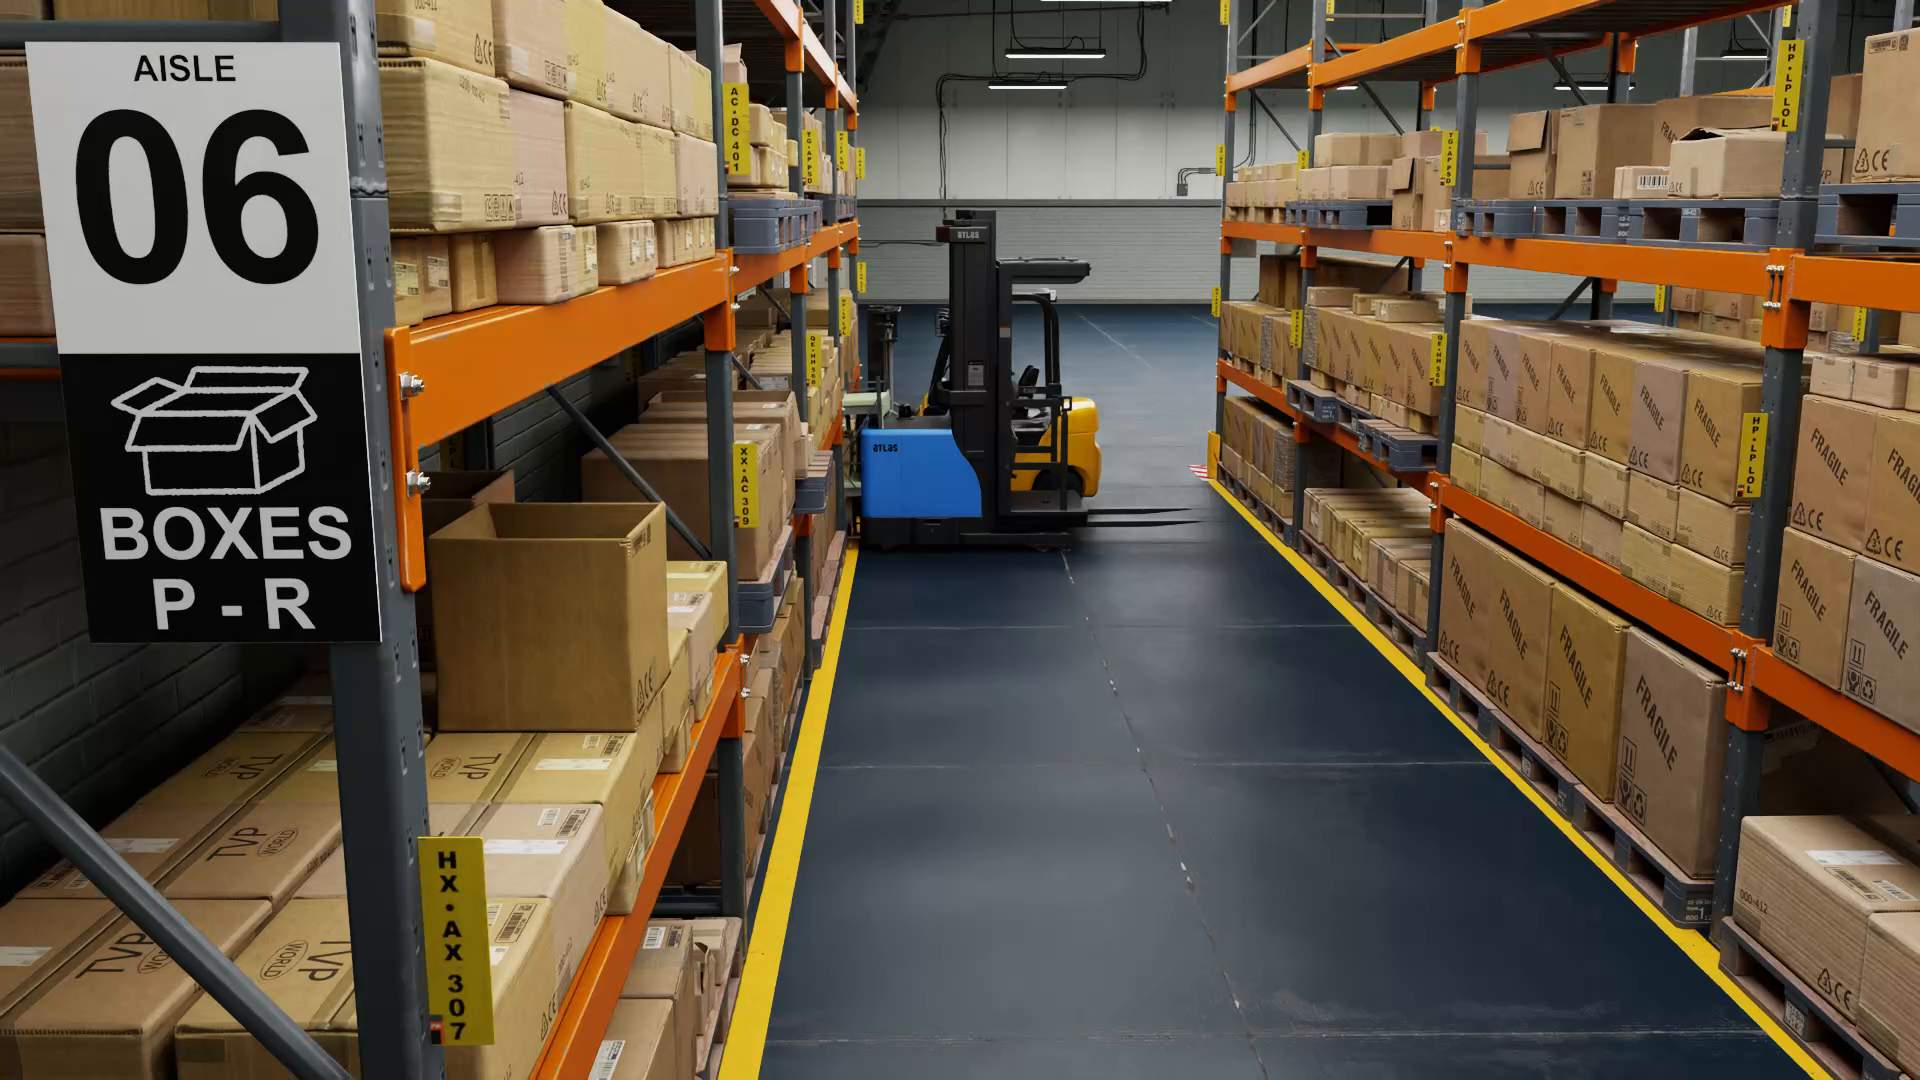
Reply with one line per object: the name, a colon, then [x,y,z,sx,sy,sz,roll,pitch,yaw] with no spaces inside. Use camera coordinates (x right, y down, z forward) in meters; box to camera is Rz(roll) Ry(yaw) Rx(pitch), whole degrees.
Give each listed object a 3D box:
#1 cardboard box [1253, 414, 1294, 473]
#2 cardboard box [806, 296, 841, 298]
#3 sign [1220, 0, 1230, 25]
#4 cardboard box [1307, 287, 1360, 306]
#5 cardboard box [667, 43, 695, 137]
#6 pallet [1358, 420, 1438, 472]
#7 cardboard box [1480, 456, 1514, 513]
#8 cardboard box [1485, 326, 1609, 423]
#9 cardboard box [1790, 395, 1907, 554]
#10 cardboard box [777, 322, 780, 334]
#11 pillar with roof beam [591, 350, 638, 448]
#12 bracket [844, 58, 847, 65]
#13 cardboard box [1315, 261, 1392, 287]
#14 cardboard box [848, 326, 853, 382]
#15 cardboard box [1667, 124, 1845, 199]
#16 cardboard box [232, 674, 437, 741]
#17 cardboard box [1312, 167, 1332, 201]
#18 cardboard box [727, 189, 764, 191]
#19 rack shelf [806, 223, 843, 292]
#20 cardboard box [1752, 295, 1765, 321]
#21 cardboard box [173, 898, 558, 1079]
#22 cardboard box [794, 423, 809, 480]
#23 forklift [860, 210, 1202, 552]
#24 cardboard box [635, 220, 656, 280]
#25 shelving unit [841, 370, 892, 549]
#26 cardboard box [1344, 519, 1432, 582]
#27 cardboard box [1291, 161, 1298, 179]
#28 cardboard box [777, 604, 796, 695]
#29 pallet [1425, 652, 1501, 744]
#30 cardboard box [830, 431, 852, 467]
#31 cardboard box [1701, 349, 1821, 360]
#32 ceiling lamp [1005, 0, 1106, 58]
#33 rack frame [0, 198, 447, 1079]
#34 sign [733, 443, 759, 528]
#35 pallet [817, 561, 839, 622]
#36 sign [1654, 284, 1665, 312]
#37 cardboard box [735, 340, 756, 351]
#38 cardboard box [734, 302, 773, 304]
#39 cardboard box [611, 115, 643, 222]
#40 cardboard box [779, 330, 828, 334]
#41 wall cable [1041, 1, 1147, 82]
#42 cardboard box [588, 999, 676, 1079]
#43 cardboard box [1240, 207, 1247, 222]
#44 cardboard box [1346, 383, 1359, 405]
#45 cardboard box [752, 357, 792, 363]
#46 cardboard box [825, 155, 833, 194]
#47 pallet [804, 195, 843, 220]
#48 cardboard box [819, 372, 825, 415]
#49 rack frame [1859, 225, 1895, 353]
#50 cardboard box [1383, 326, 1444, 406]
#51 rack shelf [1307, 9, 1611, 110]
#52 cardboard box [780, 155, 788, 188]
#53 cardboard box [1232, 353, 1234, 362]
cardboard box: [3.128,-0.936,16.101,0.500,0.500,0.500,0,11,2]
cardboard box: [-1.357,-2.302,16.233,0.380,0.149,0.250,0,11,0]
sign: [2.807,-5.621,17.583,0.100,0.325,0.005,0,11,-1]
cardboard box: [3.088,-2.015,13.758,0.380,0.149,0.250,0,11,-1]
cardboard box: [-1.095,-1.367,5.079,0.500,0.250,0.500,0,11,-2]
pallet: [3.394,-0.643,11.167,1.213,0.211,1.003,0,11,-1]
cardboard box: [3.302,-0.322,9.480,0.500,0.250,0.500,-1,11,-3]
cardboard box: [3.300,-0.937,9.369,0.500,0.500,0.500,0,11,-1]
cardboard box: [3.365,-0.244,5.952,0.500,0.500,0.500,0,11,-1]
cardboard box: [-1.831,-1.902,15.006,0.380,0.149,0.250,0,11,0]
pillar with roof beam: [1.928,-3.788,11.098,9.100,9.000,0.400,0,11,-1]
bracket: [-2.632,-11.417,39.648,0.235,0.232,0.430,0,11,-1]
cardboard box: [3.668,-2.366,15.661,0.700,0.500,0.500,0,11,-2]
cardboard box: [-1.307,-1.812,16.197,0.500,0.500,0.500,0,11,-1]
cardboard box: [3.369,-1.607,7.061,0.500,0.311,0.500,0,11,-1]
cardboard box: [-1.583,0.548,4.443,0.500,0.250,0.500,0,11,-1]
cardboard box: [3.055,-2.775,12.969,0.500,0.250,0.500,0,11,-2]
cardboard box: [-1.199,-1.841,8.421,0.380,0.149,0.250,0,11,1]
rack shelf: [-1.489,-2.090,12.081,1.077,0.370,4.000,0,11,-1]
cardboard box: [8.386,-2.430,16.398,0.875,0.550,0.500,0,11,-1]
cardboard box: [-1.022,0.852,2.945,0.500,0.250,0.500,0,11,-1]
cardboard box: [-1.102,-0.499,9.294,0.500,0.250,0.500,-1,11,-4]
forklift: [0.624,-1.440,14.787,3.031,2.935,1.130,0,11,-2]
cardboard box: [-1.001,-0.750,4.301,0.380,0.149,0.250,0,11,0]
shelving unit: [-0.836,-0.729,14.809,0.431,1.500,0.755,-2,10,3]
cardboard box: [3.480,0.076,12.691,0.950,0.372,0.625,0,11,1]
cardboard box: [3.125,-3.242,14.578,0.380,0.149,0.250,-1,11,-3]
cardboard box: [-1.224,0.627,9.654,0.500,0.500,0.500,0,11,-2]
pallet: [3.456,0.928,9.955,1.003,0.211,1.213,0,11,-1]
cardboard box: [-1.227,-0.816,14.880,0.500,0.250,0.500,0,11,-2]
cardboard box: [3.830,-0.629,7.850,0.500,0.500,0.500,-1,11,-3]
ceiling lamp: [1.897,-11.228,33.088,2.000,3.185,0.800,0,11,-1]
rack frame: [-1.282,1.016,2.509,1.000,3.000,0.127,0,11,-1]
sign: [-0.823,-0.208,6.361,0.100,0.325,0.005,0,11,-1]
pallet: [-1.448,0.386,12.625,1.003,0.211,1.213,0,11,-1]
sign: [7.741,-2.689,18.391,0.100,0.325,0.005,0,11,-1]
cardboard box: [-1.774,-1.463,12.841,0.380,0.149,0.250,0,11,-1]
cardboard box: [-1.889,-2.097,15.220,0.380,0.149,0.250,0,11,-2]
cardboard box: [-1.081,-0.922,4.142,0.500,0.250,0.500,0,11,-2]
cardboard box: [-1.301,-1.670,13.863,0.380,0.149,0.250,0,11,1]
wall cable: [3.940,-14.724,48.669,3.097,2.526,0.112,0,11,-1]
cardboard box: [-1.090,1.637,4.676,0.500,0.500,0.500,0,11,0]
cardboard box: [3.098,-3.361,17.170,0.380,0.149,0.250,0,11,0]
cardboard box: [3.127,-1.103,12.529,0.380,0.149,0.250,0,11,1]
cardboard box: [-1.216,-1.162,11.360,0.380,0.149,0.250,0,11,-1]
cardboard box: [-1.272,-2.908,13.222,0.500,0.311,0.500,-1,11,-3]
pallet: [-1.574,-2.966,14.813,1.003,0.211,1.213,0,11,-1]
cardboard box: [-1.215,-1.039,11.757,0.500,0.250,0.500,-1,11,-3]
rack frame: [8.379,-1.431,14.571,1.000,3.000,0.127,0,11,-1]
cardboard box: [3.206,-1.188,11.317,0.500,0.500,0.500,0,11,-2]
rack shelf: [3.474,-3.385,11.926,1.077,0.370,4.000,0,11,-1]
cardboard box: [-0.993,-1.696,7.654,0.380,0.149,0.250,0,11,0]
cardboard box: [3.150,-1.995,17.979,0.380,0.149,0.250,0,11,-1]
